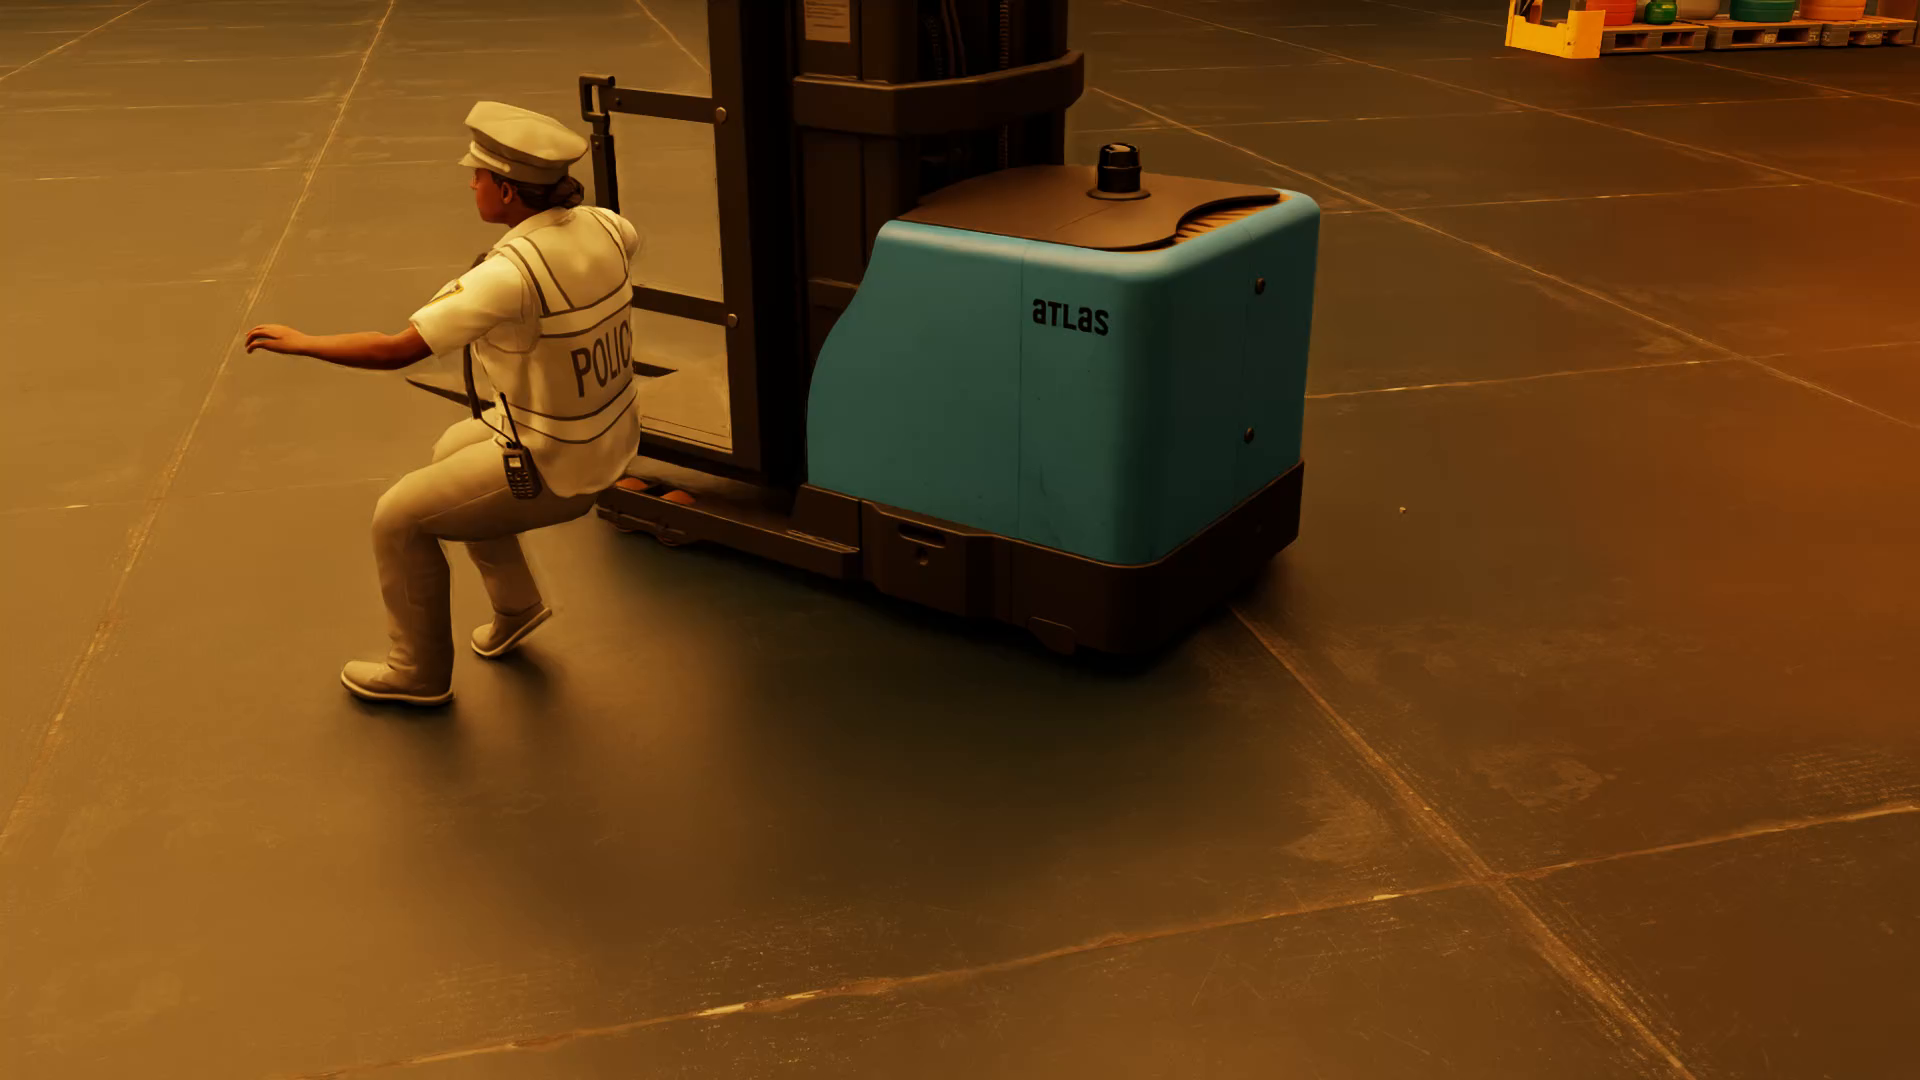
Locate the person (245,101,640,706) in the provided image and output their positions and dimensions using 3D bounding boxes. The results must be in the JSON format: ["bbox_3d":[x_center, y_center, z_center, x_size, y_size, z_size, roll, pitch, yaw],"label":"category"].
[{"bbox_3d":[-1.130,-0.303,3.903,0.807,1.458,0.912,4,23,9],"label":"person"}]

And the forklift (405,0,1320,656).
[{"bbox_3d":[-0.506,-1.483,4.794,3.031,2.935,1.130,15,27,31],"label":"forklift"}]
